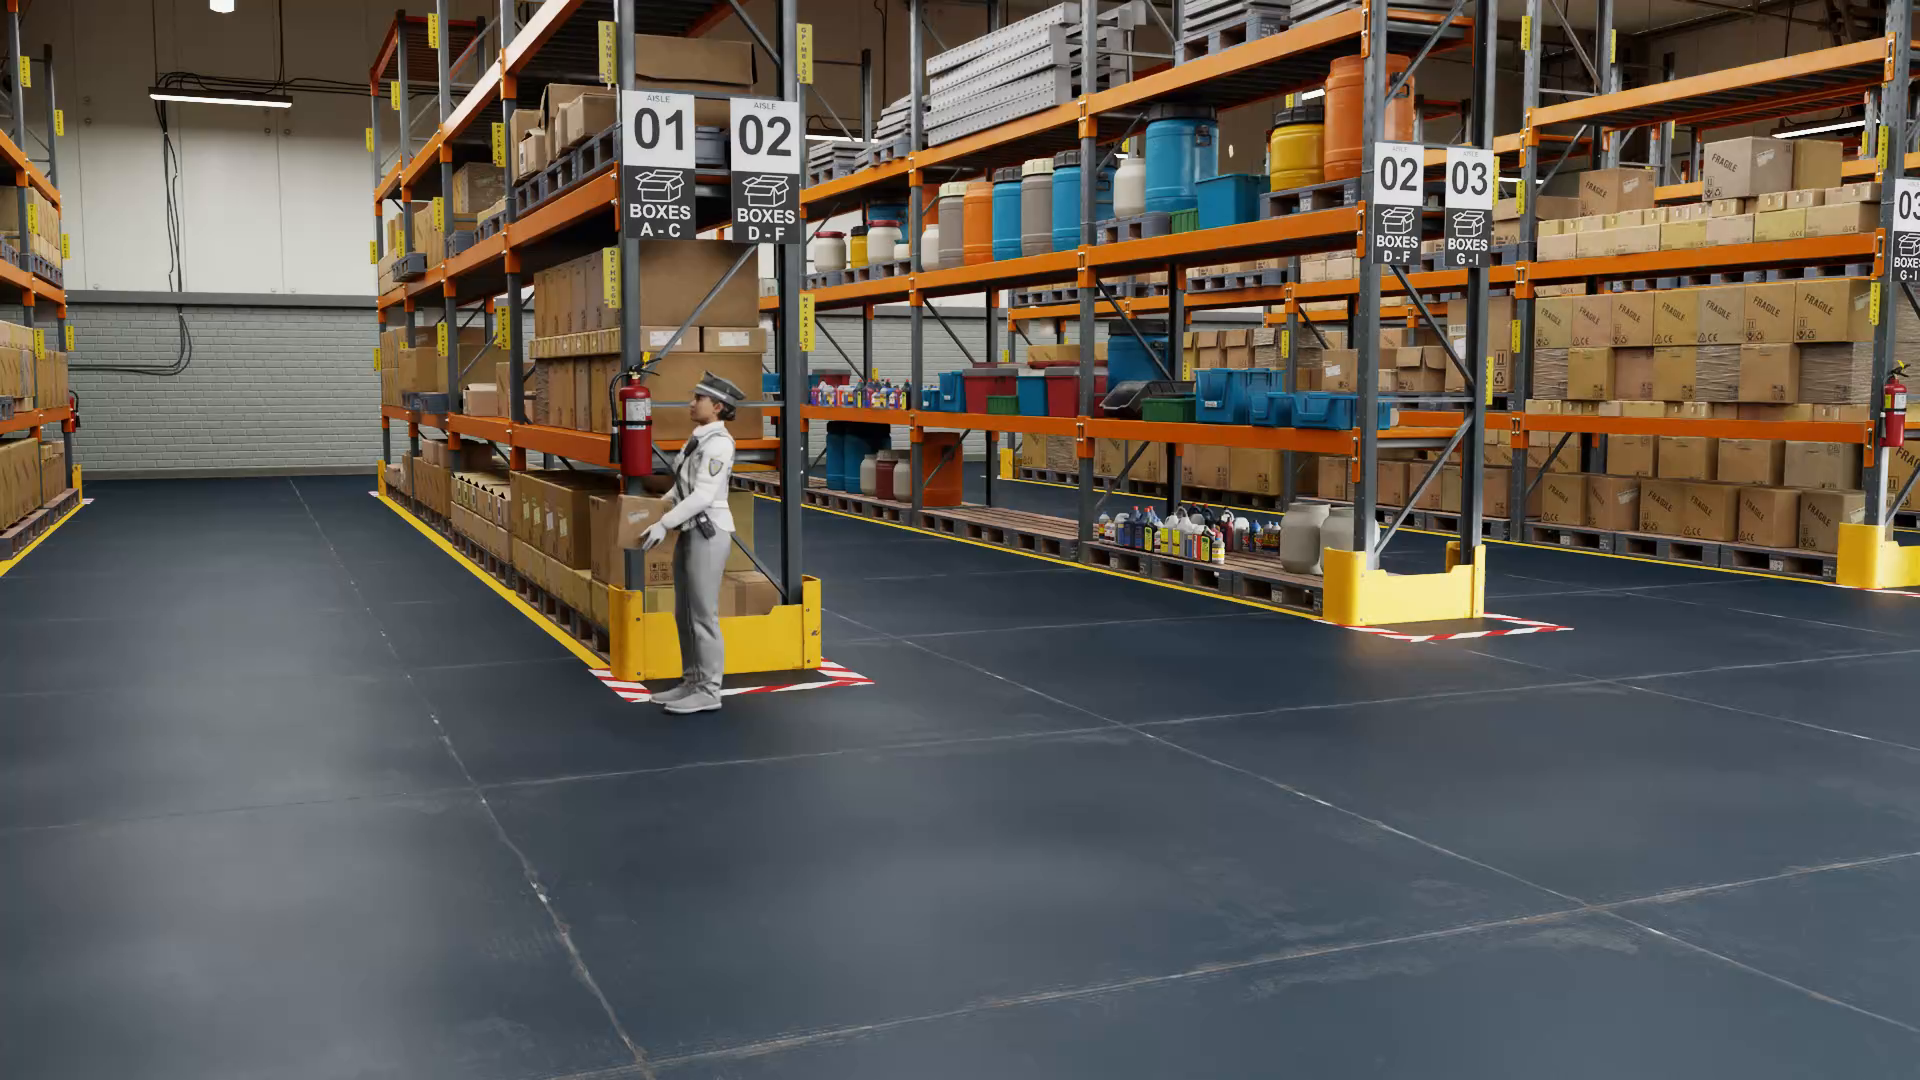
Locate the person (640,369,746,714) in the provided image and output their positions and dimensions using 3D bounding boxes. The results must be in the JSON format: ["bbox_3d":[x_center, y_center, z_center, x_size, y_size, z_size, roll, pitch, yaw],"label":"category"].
[{"bbox_3d":[-1.336,0.004,8.259,0.543,1.700,0.491,-2,6,-21],"label":"person"}]
